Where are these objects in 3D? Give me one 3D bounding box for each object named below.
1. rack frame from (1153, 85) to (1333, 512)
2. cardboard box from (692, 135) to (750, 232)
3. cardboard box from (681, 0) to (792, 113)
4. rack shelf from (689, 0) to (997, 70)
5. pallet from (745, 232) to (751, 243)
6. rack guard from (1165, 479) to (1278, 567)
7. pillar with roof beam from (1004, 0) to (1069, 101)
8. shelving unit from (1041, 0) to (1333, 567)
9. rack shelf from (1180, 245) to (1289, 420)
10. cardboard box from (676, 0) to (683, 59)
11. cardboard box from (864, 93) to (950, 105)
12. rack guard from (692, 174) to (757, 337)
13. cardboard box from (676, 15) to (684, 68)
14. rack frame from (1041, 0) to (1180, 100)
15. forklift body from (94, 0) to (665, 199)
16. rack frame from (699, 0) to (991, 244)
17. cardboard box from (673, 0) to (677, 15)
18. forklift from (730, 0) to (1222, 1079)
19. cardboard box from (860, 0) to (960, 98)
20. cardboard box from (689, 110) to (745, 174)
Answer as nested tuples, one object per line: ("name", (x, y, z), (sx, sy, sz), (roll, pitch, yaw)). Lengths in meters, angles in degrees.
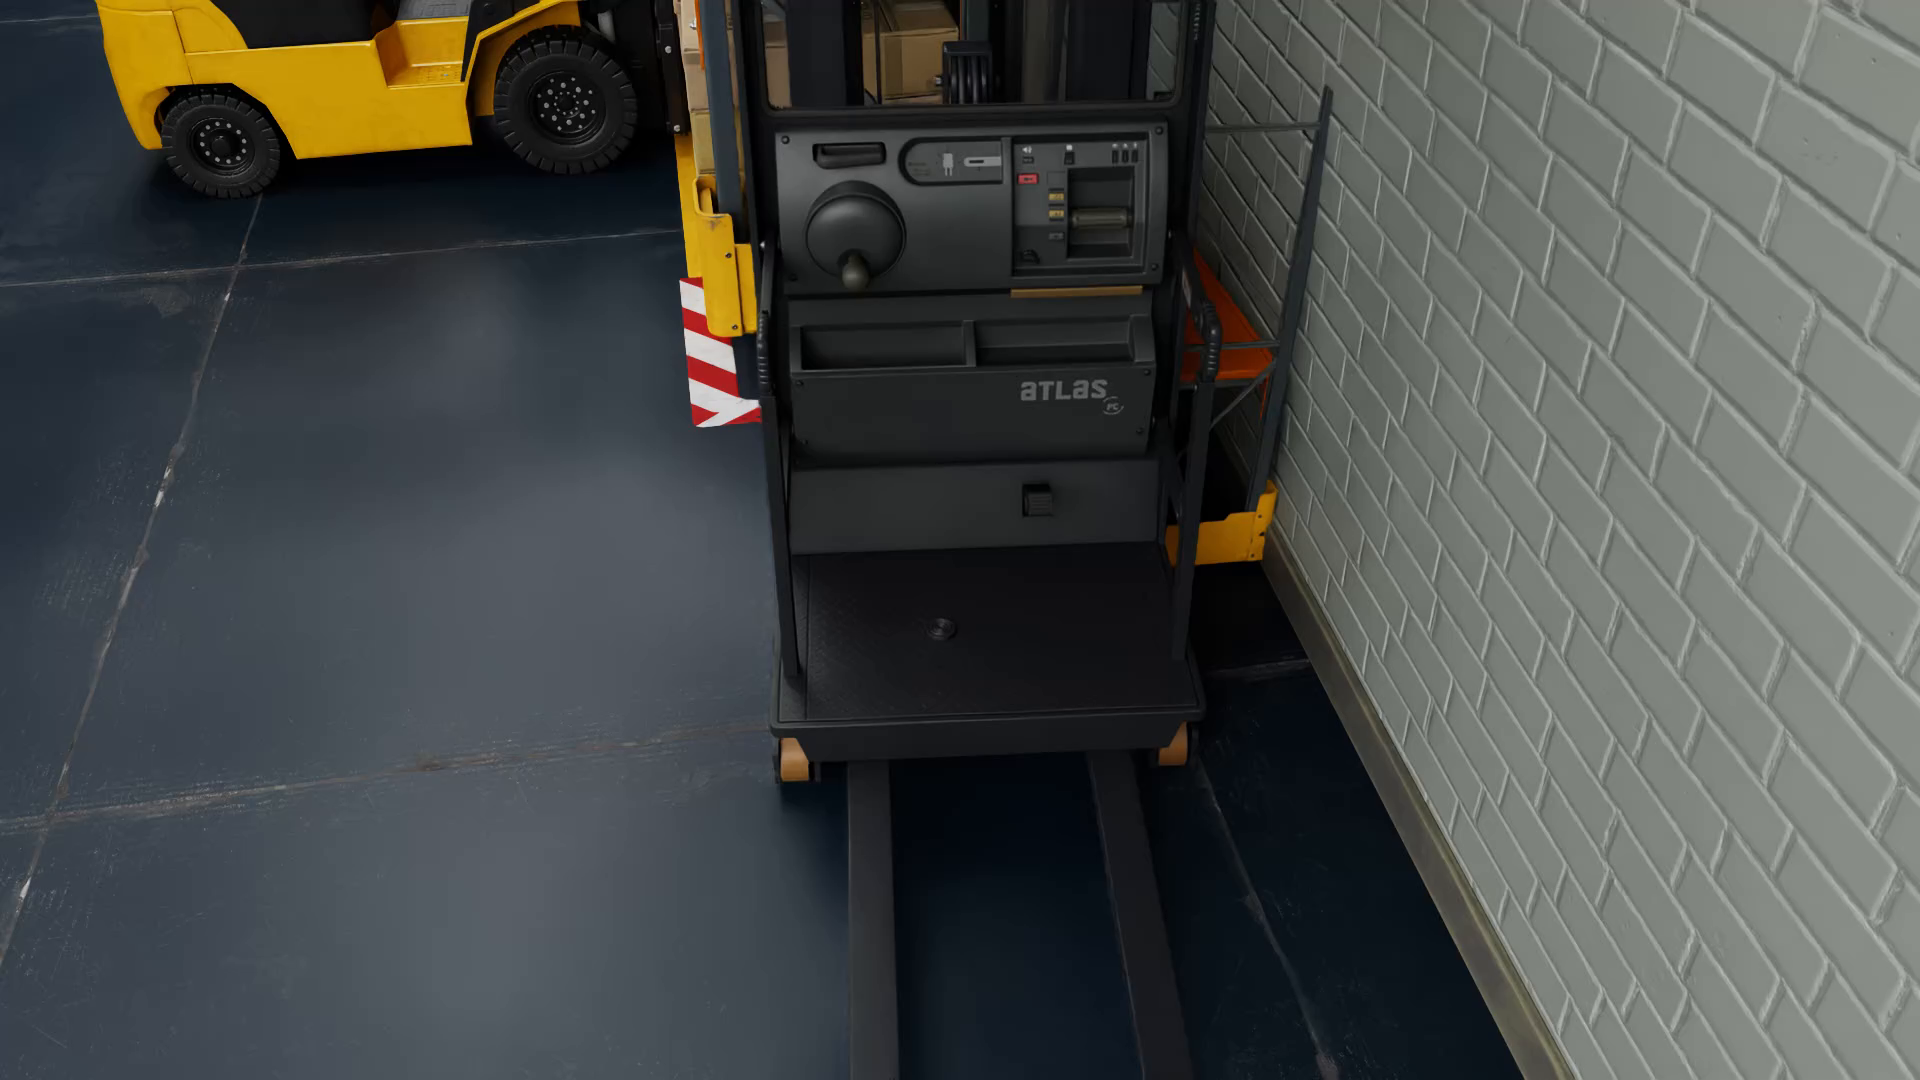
("rack frame", (0.695, -0.537, 4.656), (0.500, 1.500, 0.032), (-5, 37, -11))
("cardboard box", (-0.789, -1.449, 6.568), (0.500, 0.250, 0.500), (-6, 38, -8))
("cardboard box", (-0.783, -1.838, 6.255), (0.500, 0.250, 0.500), (-5, 38, -6))
("rack shelf", (-0.746, -3.043, 7.308), (1.077, 0.370, 4.000), (-6, 38, -8))
("pallet", (-0.571, -1.475, 6.976), (1.003, 0.211, 1.213), (-6, 38, -8))
("rack guard", (0.657, -0.042, 5.037), (0.587, 0.250, 0.087), (-5, 37, -11))
("pillar with roof beam", (-3.868, -4.542, 3.762), (9.100, 9.000, 0.400), (-6, 38, -8))
("shelving unit", (0.588, -0.838, 5.064), (0.587, 1.500, 1.083), (-5, 37, -11))
("rack shelf", (0.580, -0.687, 5.162), (0.538, 0.185, 1.000), (-5, 37, -11))
("cardboard box", (-0.878, -2.146, 6.651), (0.500, 0.250, 0.500), (-6, 38, -7))
("cardboard box", (-0.273, -1.702, 6.488), (0.500, 0.250, 0.500), (-6, 38, -7))
("rack guard", (-0.391, -1.117, 6.280), (1.175, 0.500, 0.348), (-6, 38, -8))
("cardboard box", (-0.977, -2.270, 7.219), (0.500, 0.250, 0.500), (-7, 38, -9))
("rack frame", (0.485, -1.128, 5.456), (0.500, 1.500, 0.032), (-5, 37, -11))
("forklift body", (-2.524, -2.733, 7.014), (2.313, 2.155, 1.214), (-6, 38, -8))
("rack frame", (-0.395, -2.119, 5.532), (1.000, 3.000, 0.127), (-6, 38, -8))
("cardboard box", (-0.977, -2.450, 7.042), (0.500, 0.250, 0.500), (-6, 38, -7))
("forklift", (0.047, -0.725, 3.794), (1.130, 2.935, 3.031), (-2, 38, -3))
("cardboard box", (-0.293, -1.904, 6.340), (0.500, 0.250, 0.500), (-7, 38, -9))
("cardboard box", (-0.788, -1.657, 6.429), (0.500, 0.250, 0.500), (-7, 38, -9))
